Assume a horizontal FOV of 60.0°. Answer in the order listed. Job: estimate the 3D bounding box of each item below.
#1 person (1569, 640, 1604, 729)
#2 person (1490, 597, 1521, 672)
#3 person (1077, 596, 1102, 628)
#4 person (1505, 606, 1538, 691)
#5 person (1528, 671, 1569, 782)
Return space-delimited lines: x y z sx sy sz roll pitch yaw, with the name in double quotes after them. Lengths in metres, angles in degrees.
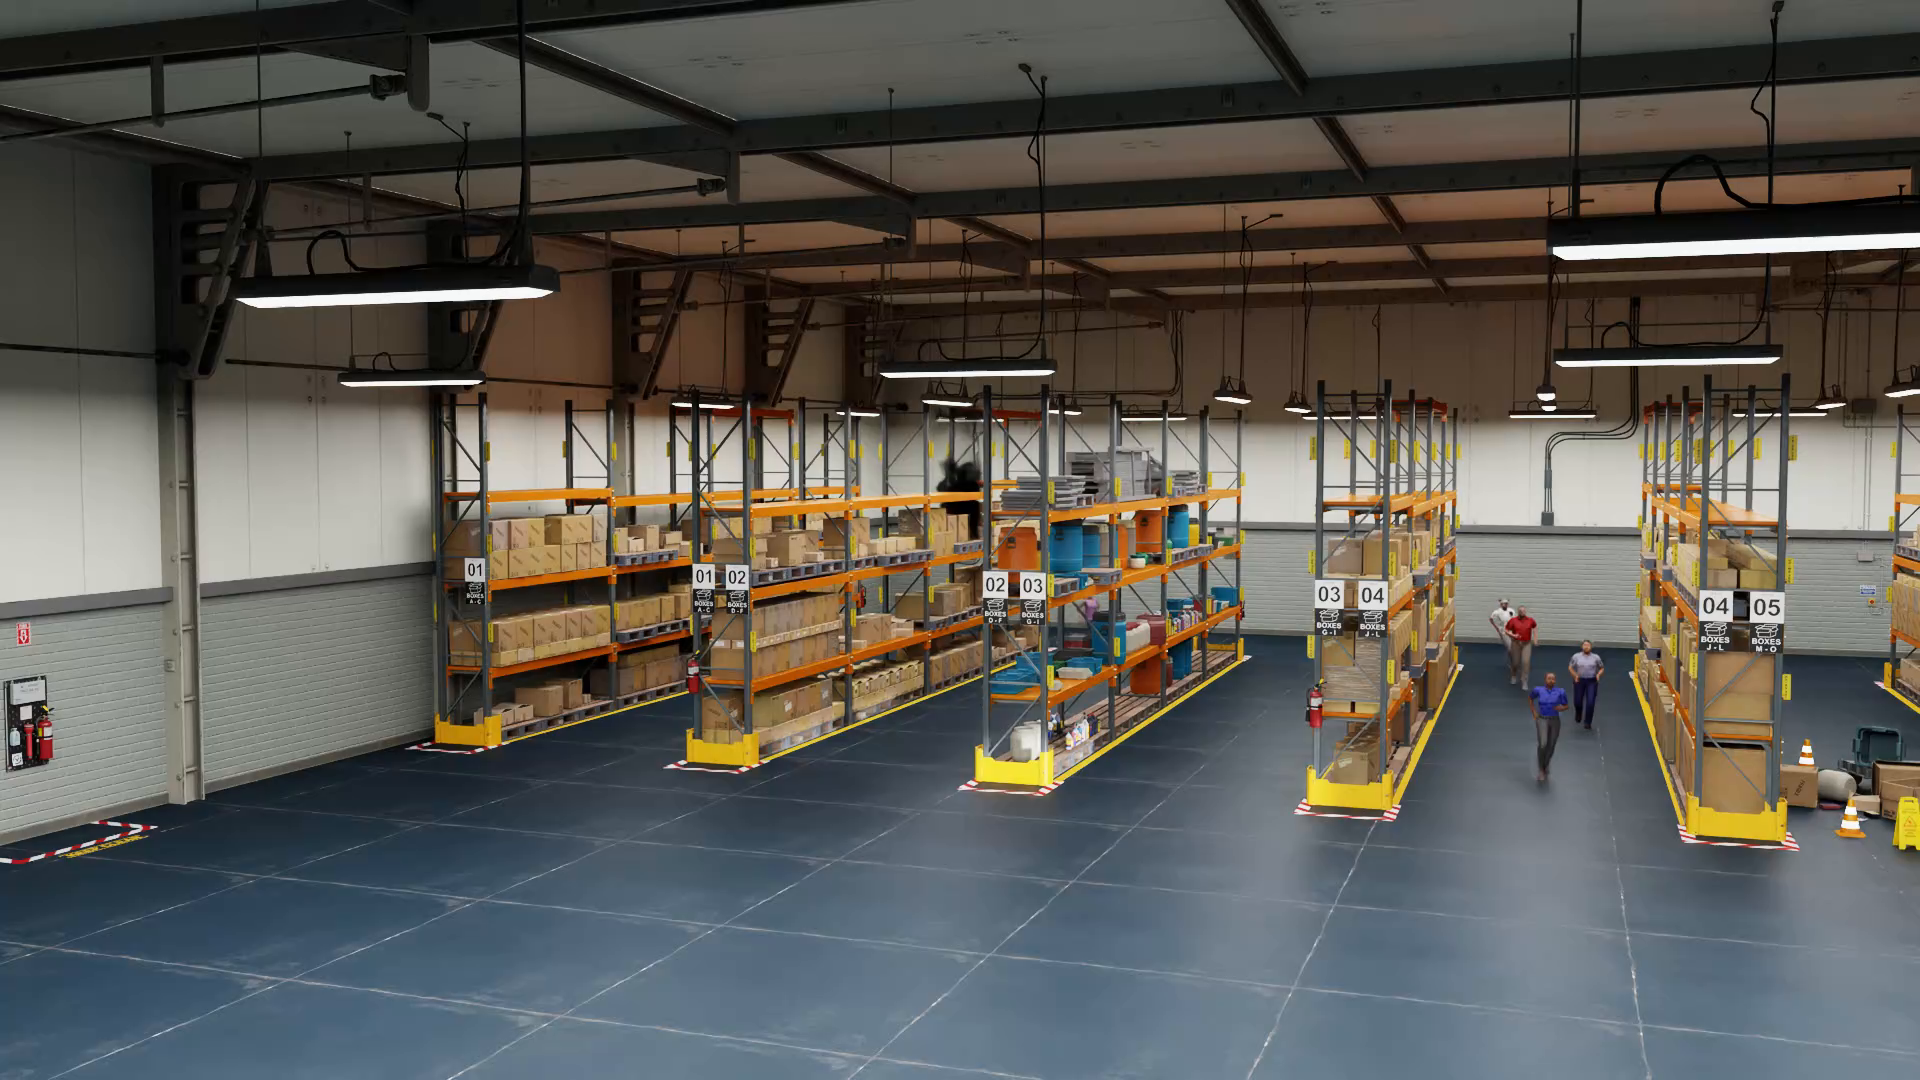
11.331 2.610 30.078 0.605 1.575 0.576 1 3 19 "person"
12.477 2.153 38.027 0.613 1.716 0.746 0 3 -9 "person"
3.251 2.005 41.235 0.588 1.604 0.677 -1 3 -25 "person"
11.881 2.268 35.210 0.683 1.764 0.872 1 3 13 "person"
8.995 2.841 25.408 0.555 1.693 0.772 1 3 9 "person"
